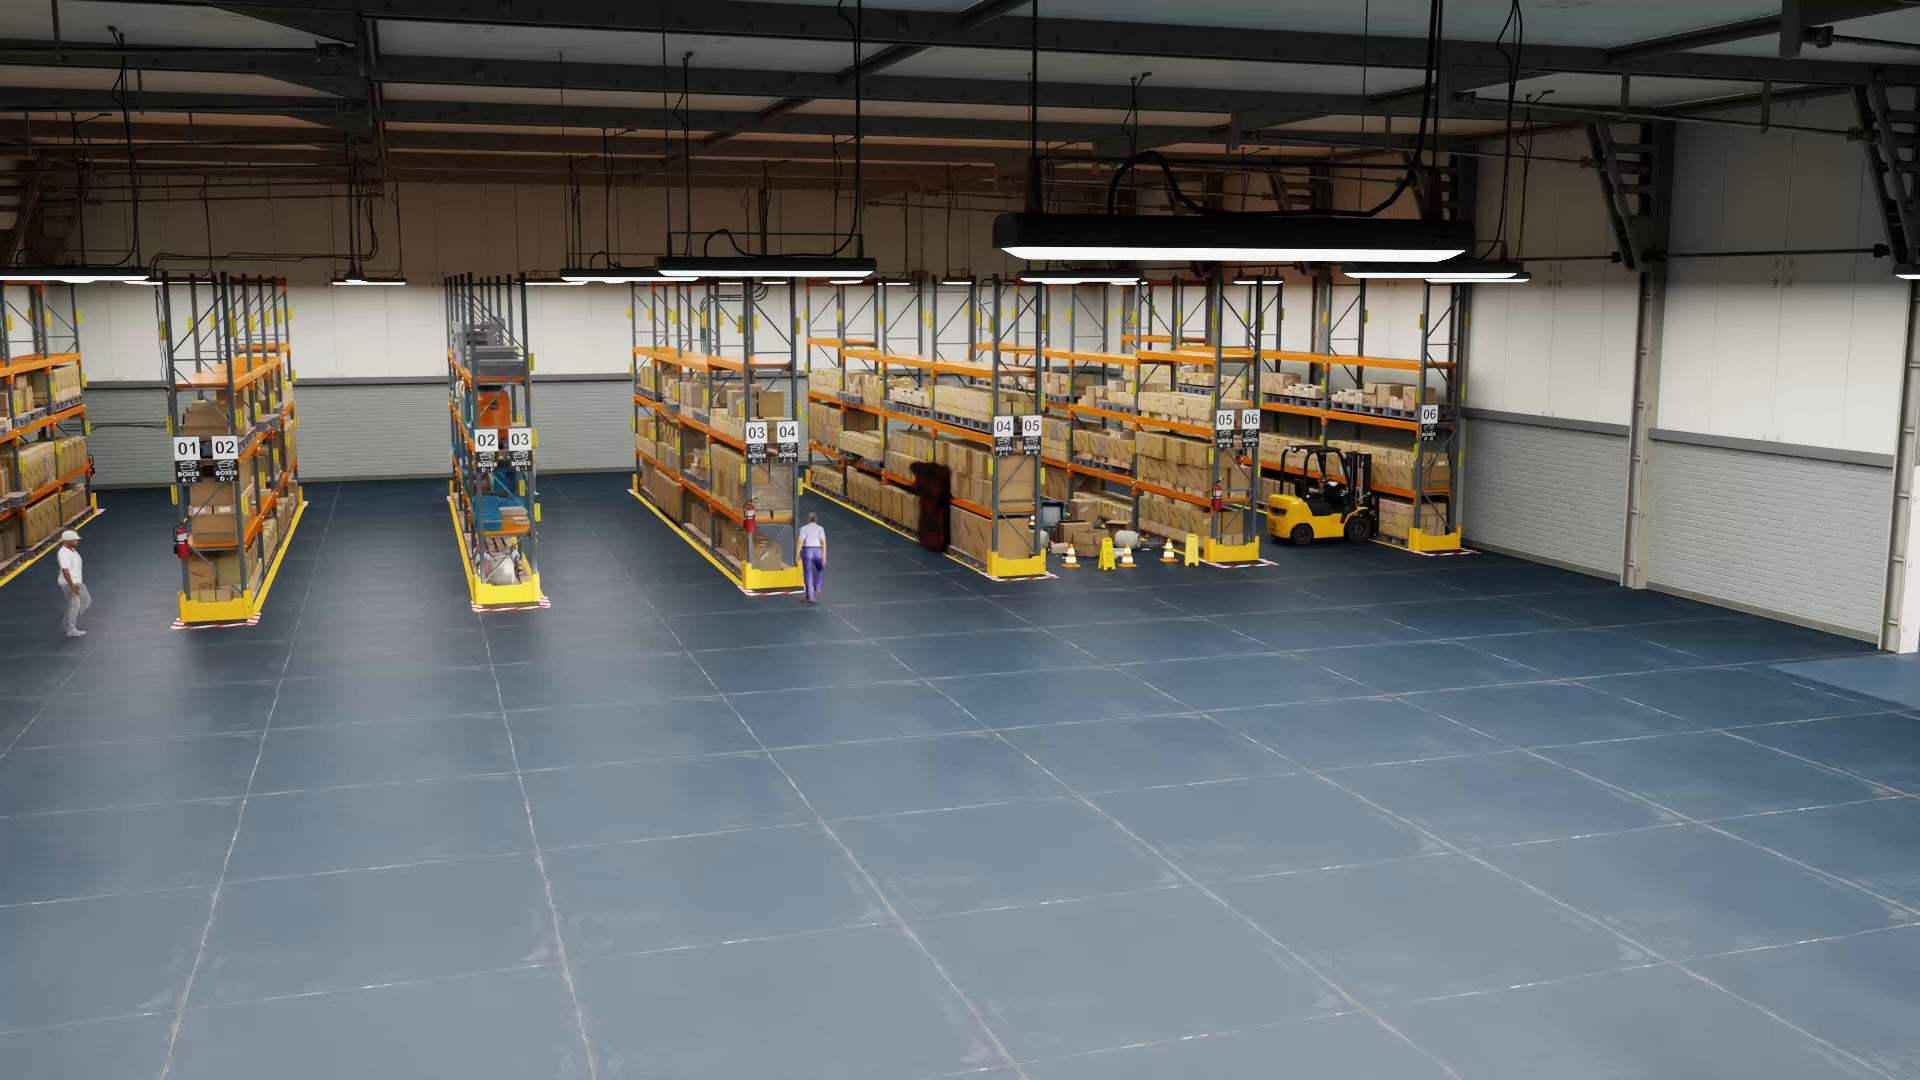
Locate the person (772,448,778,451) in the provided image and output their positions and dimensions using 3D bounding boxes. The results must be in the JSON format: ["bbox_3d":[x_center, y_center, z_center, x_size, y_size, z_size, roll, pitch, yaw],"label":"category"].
[{"bbox_3d":[-5.144,-2.182,46.625,0.650,1.590,0.840,-2,9,-16],"label":"person"}]

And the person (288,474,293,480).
[{"bbox_3d":[-18.663,-2.037,45.646,0.854,1.742,0.565,3,9,20],"label":"person"}]

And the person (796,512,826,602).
[{"bbox_3d":[-2.743,0.305,30.589,0.564,1.628,0.488,-1,9,-8],"label":"person"}]

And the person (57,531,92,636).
[{"bbox_3d":[-14.646,0.715,27.397,0.476,1.755,0.569,-1,9,-10],"label":"person"}]

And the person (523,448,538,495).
[{"bbox_3d":[-12.014,-2.023,46.250,0.603,1.544,0.452,8,12,44],"label":"person"}]
